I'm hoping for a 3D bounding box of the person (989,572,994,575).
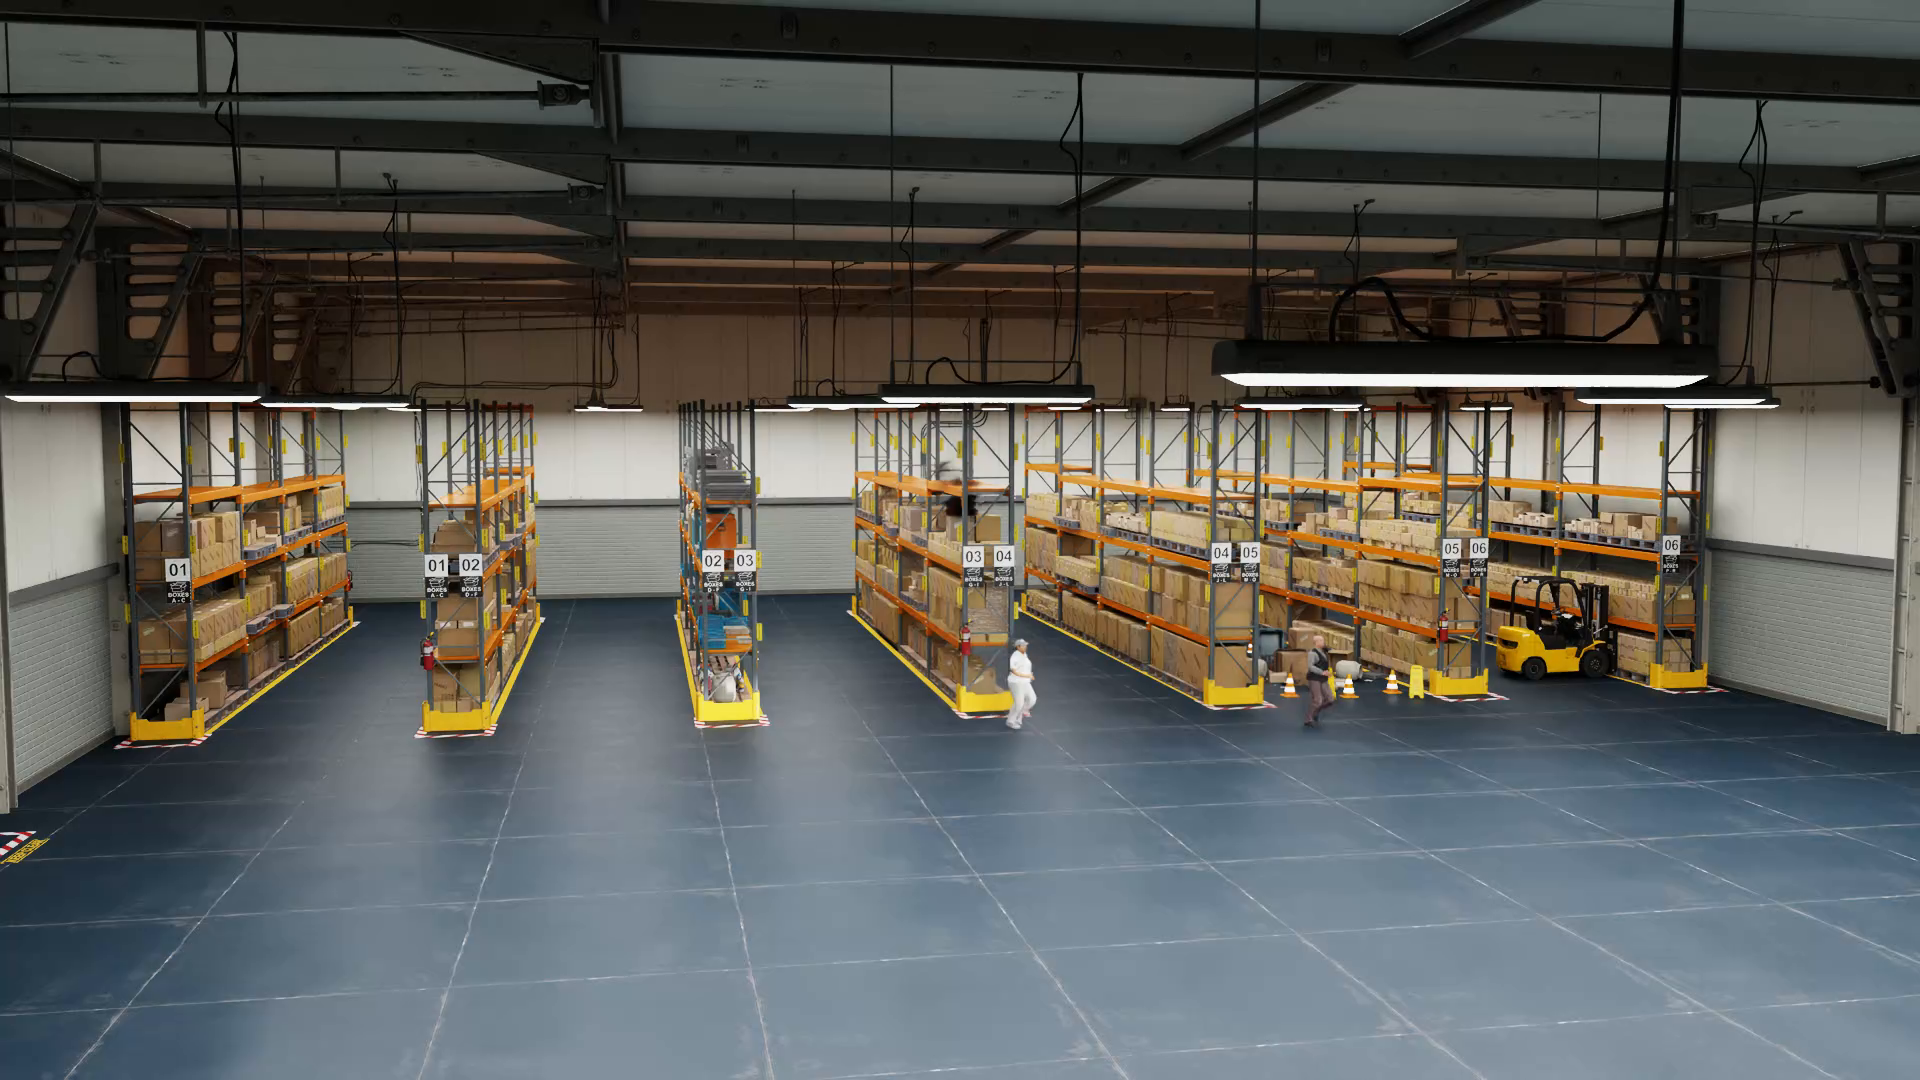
[{"bbox_3d":[0.942,1.258,48.690,0.626,1.631,0.779,3,5,35],"label":"person"}]

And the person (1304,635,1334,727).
[{"bbox_3d":[6.598,2.579,30.403,0.606,1.680,0.694,4,6,40],"label":"person"}]

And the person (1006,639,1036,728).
[{"bbox_3d":[1.138,2.613,30.359,0.597,1.632,0.631,2,5,30],"label":"person"}]
